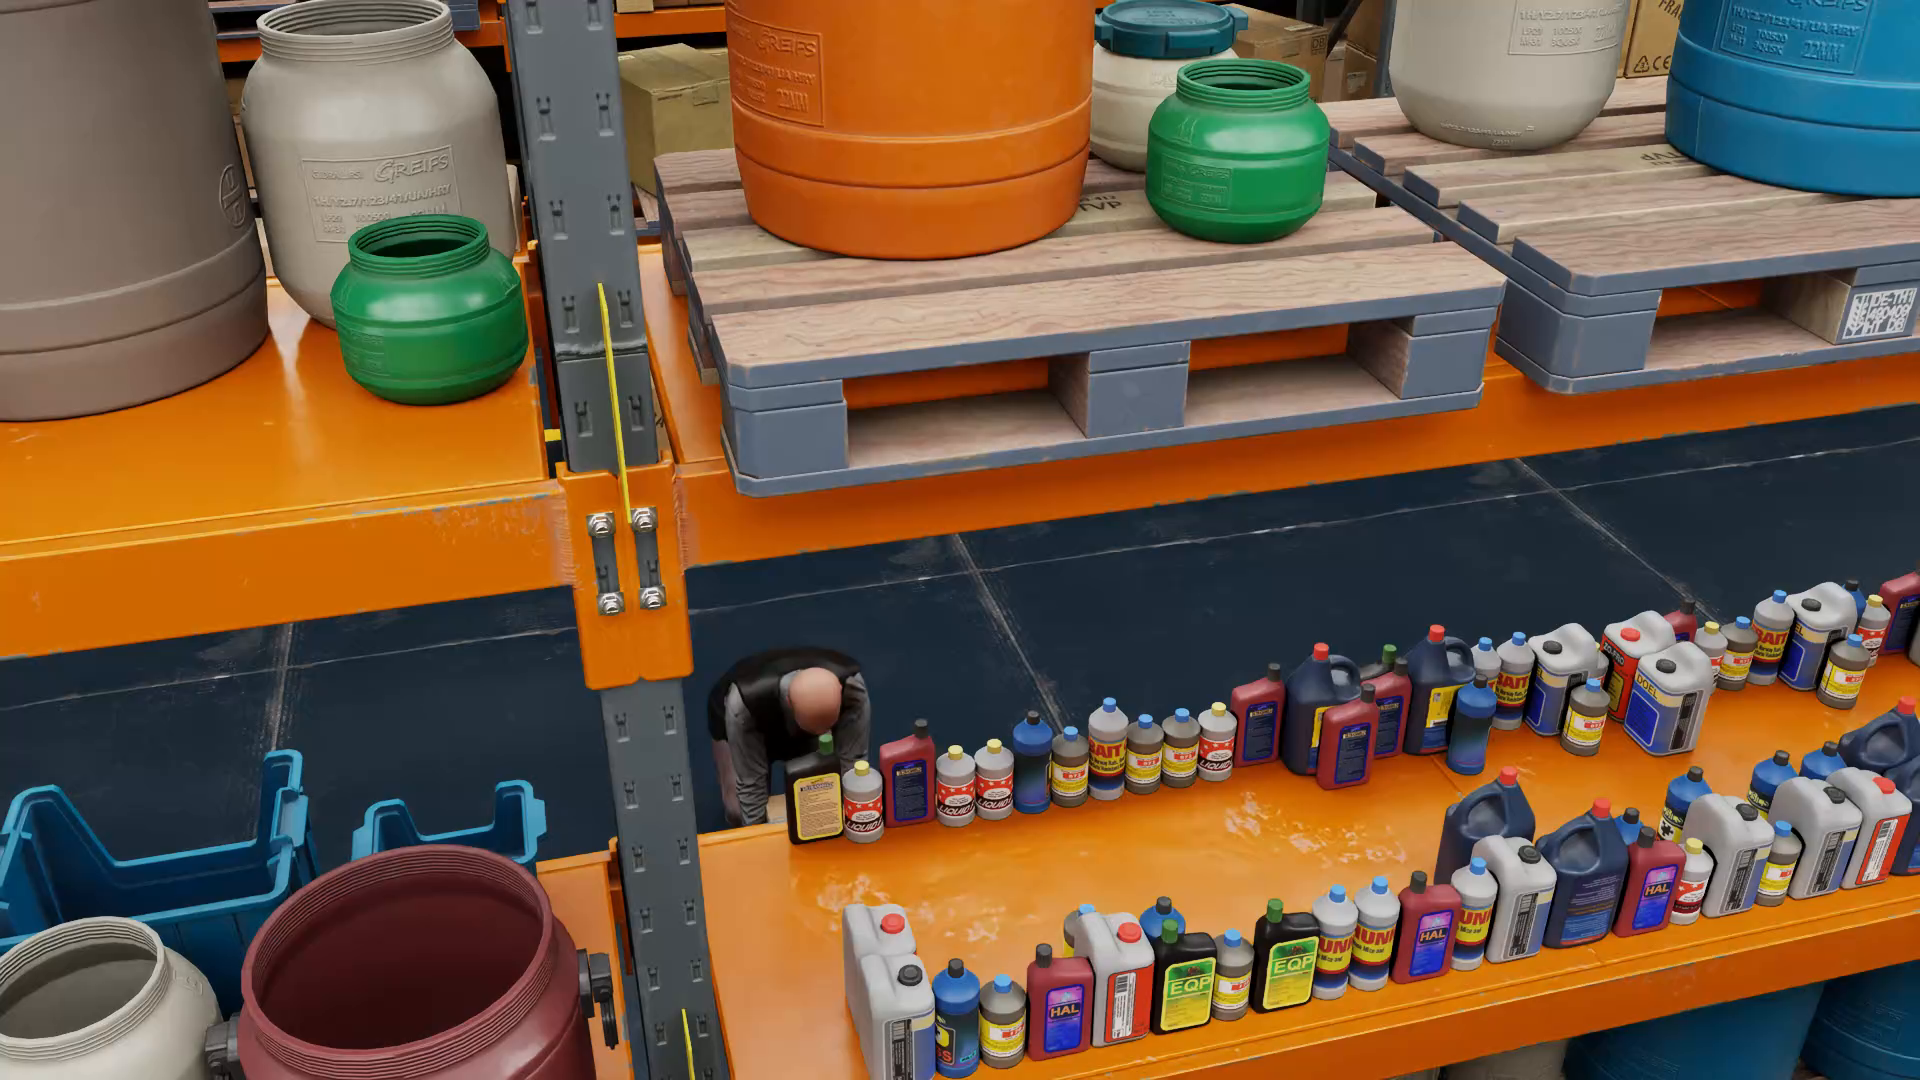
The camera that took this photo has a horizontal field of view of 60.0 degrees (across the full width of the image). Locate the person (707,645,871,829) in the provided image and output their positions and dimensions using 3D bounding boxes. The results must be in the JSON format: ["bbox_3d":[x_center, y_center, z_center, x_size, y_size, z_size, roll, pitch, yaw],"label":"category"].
[{"bbox_3d":[-0.577,0.711,5.677,0.515,0.984,0.843,-8,31,-14],"label":"person"}]
